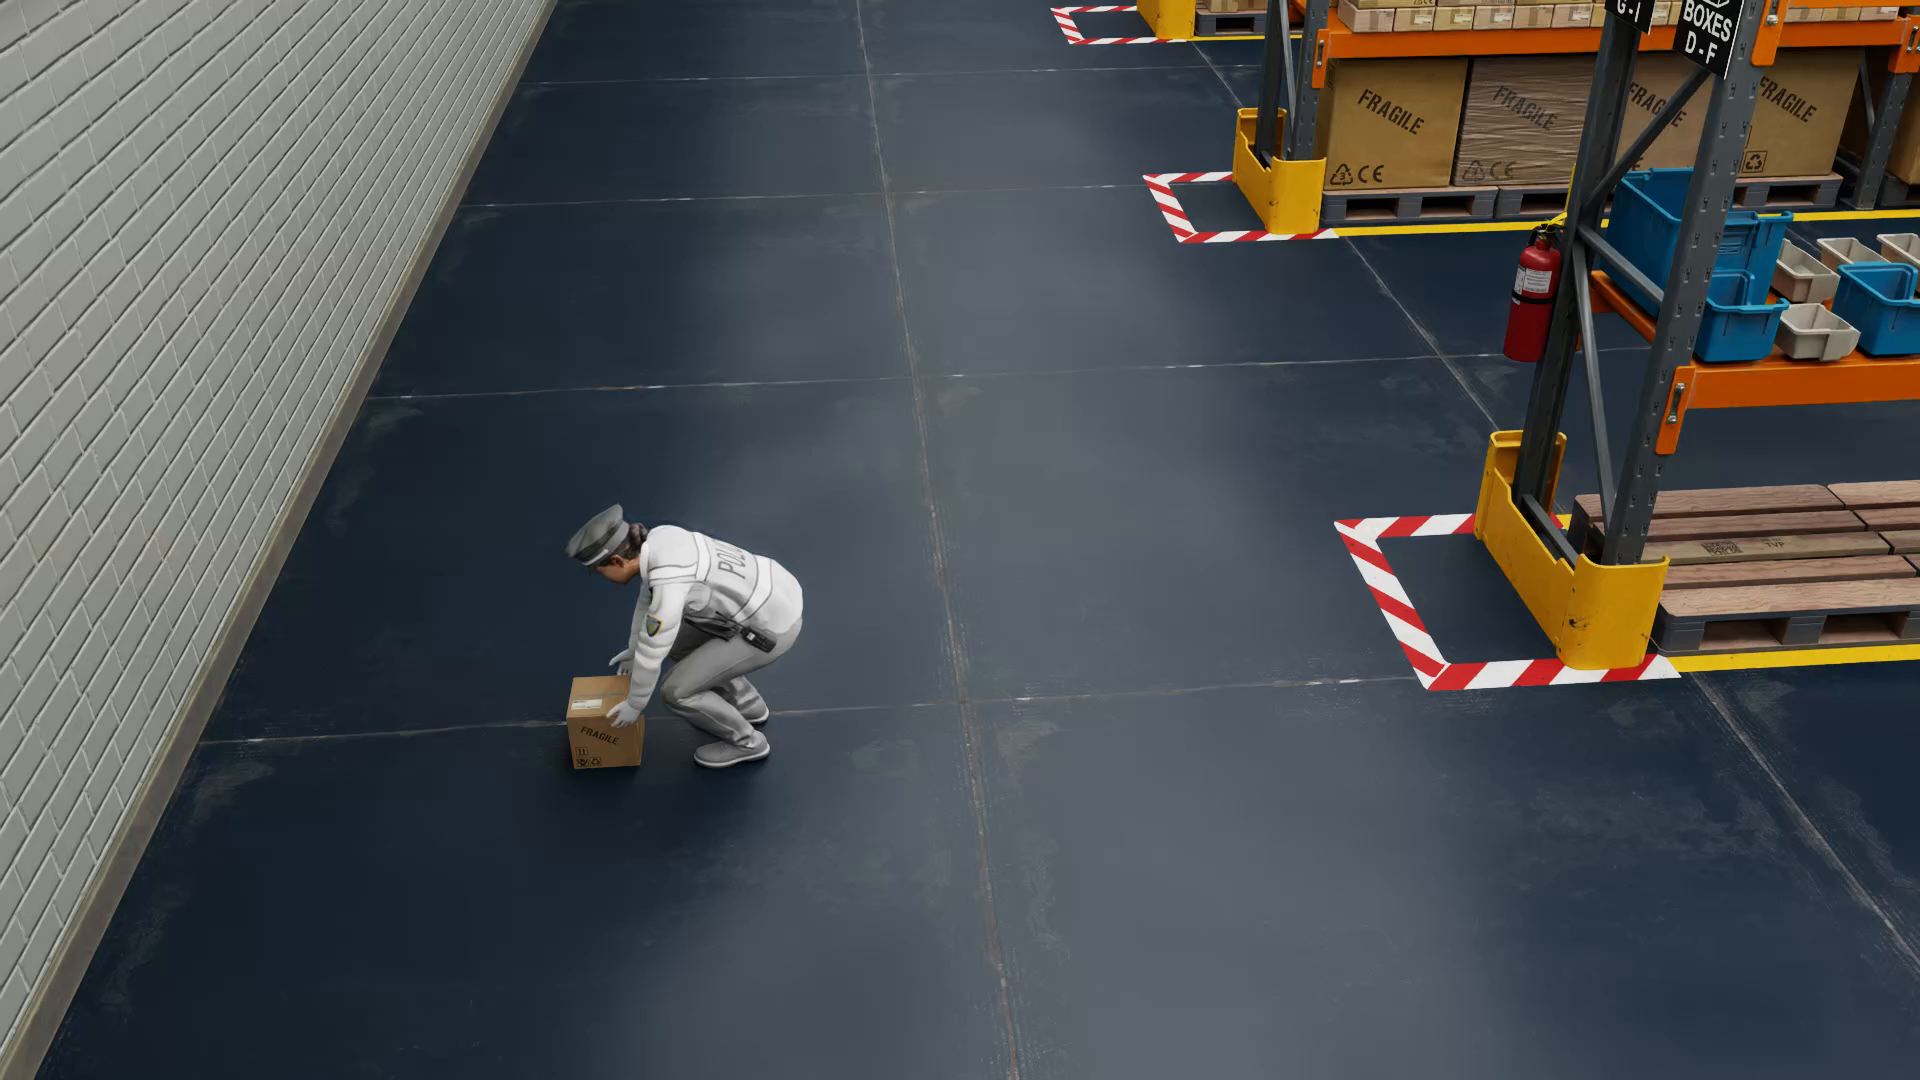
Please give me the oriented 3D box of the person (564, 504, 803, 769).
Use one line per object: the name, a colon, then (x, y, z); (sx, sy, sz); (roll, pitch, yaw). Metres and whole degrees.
person: (-0.990, 0.341, 6.144); (0.826, 1.075, 0.505); (-3, 31, -5)
